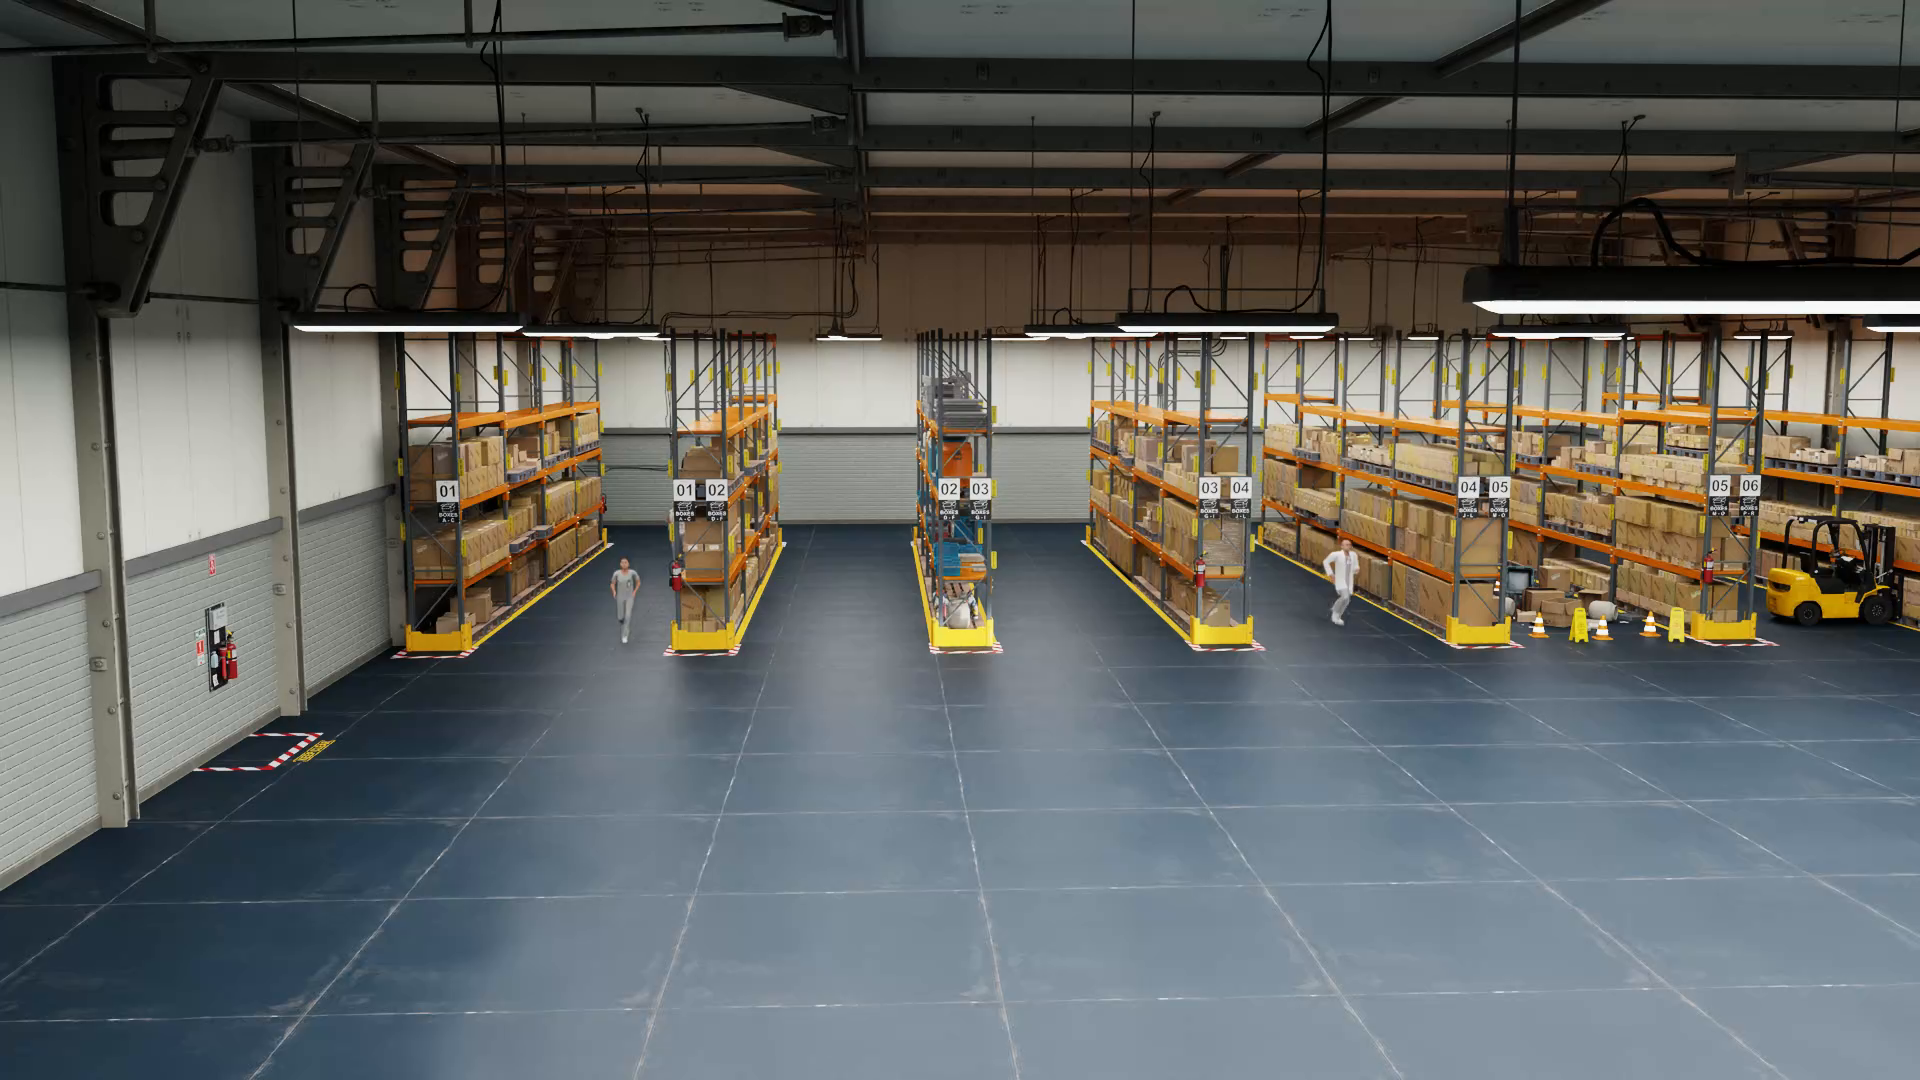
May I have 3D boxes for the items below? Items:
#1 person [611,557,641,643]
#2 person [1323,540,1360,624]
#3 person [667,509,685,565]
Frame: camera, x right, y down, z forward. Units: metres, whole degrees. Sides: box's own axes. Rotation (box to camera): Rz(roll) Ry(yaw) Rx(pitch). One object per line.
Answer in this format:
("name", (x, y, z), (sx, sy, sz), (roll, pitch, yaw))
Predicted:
("person", (-6.474, 1.136, 32.234), (0.569, 1.646, 0.697), (-1, 7, -8))
("person", (7.835, 0.861, 33.911), (0.706, 1.737, 0.704), (-3, 7, -21))
("person", (-7.161, -0.146, 42.466), (0.649, 1.791, 1.156), (0, 7, -4))
